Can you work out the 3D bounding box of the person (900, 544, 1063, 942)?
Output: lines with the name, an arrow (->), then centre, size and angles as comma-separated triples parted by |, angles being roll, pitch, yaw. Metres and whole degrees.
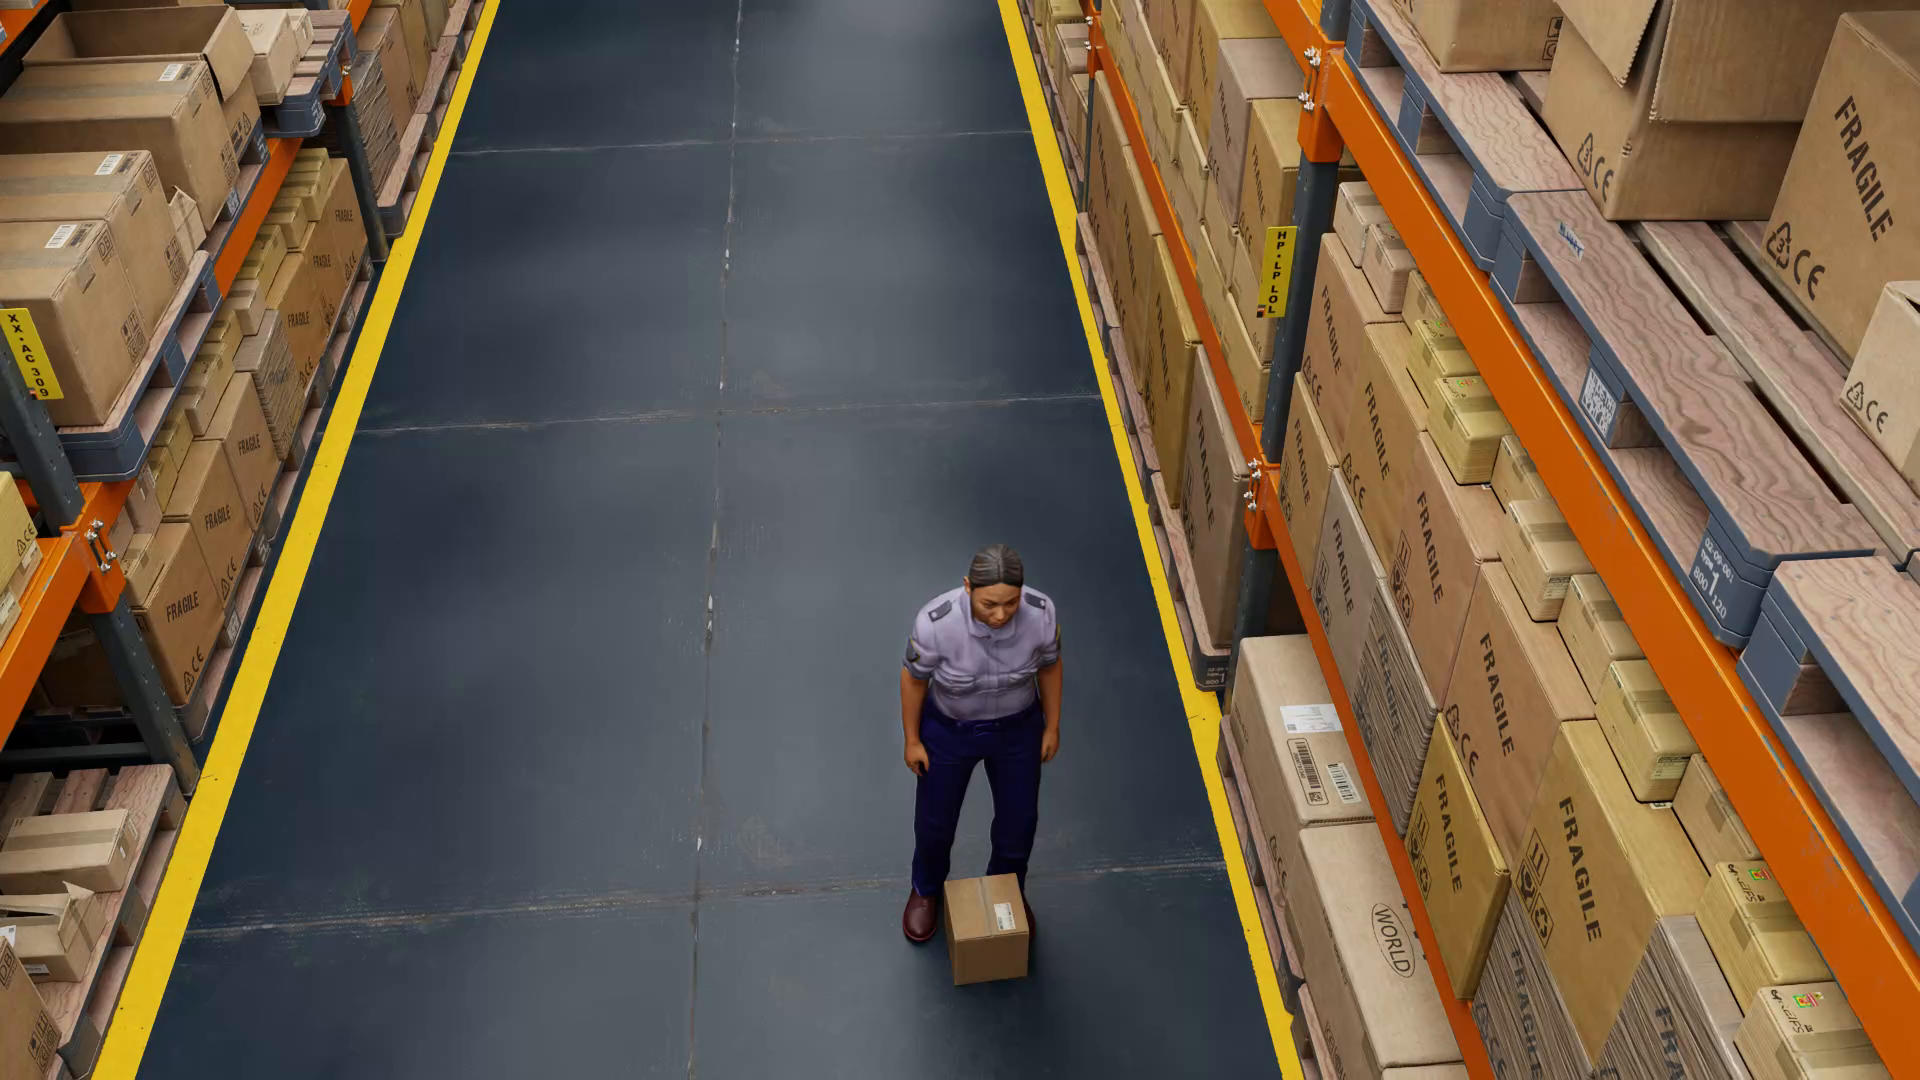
person -> 0.064, 0.649, 5.370 | 0.553, 1.650, 0.425 | -5, 40, -6
